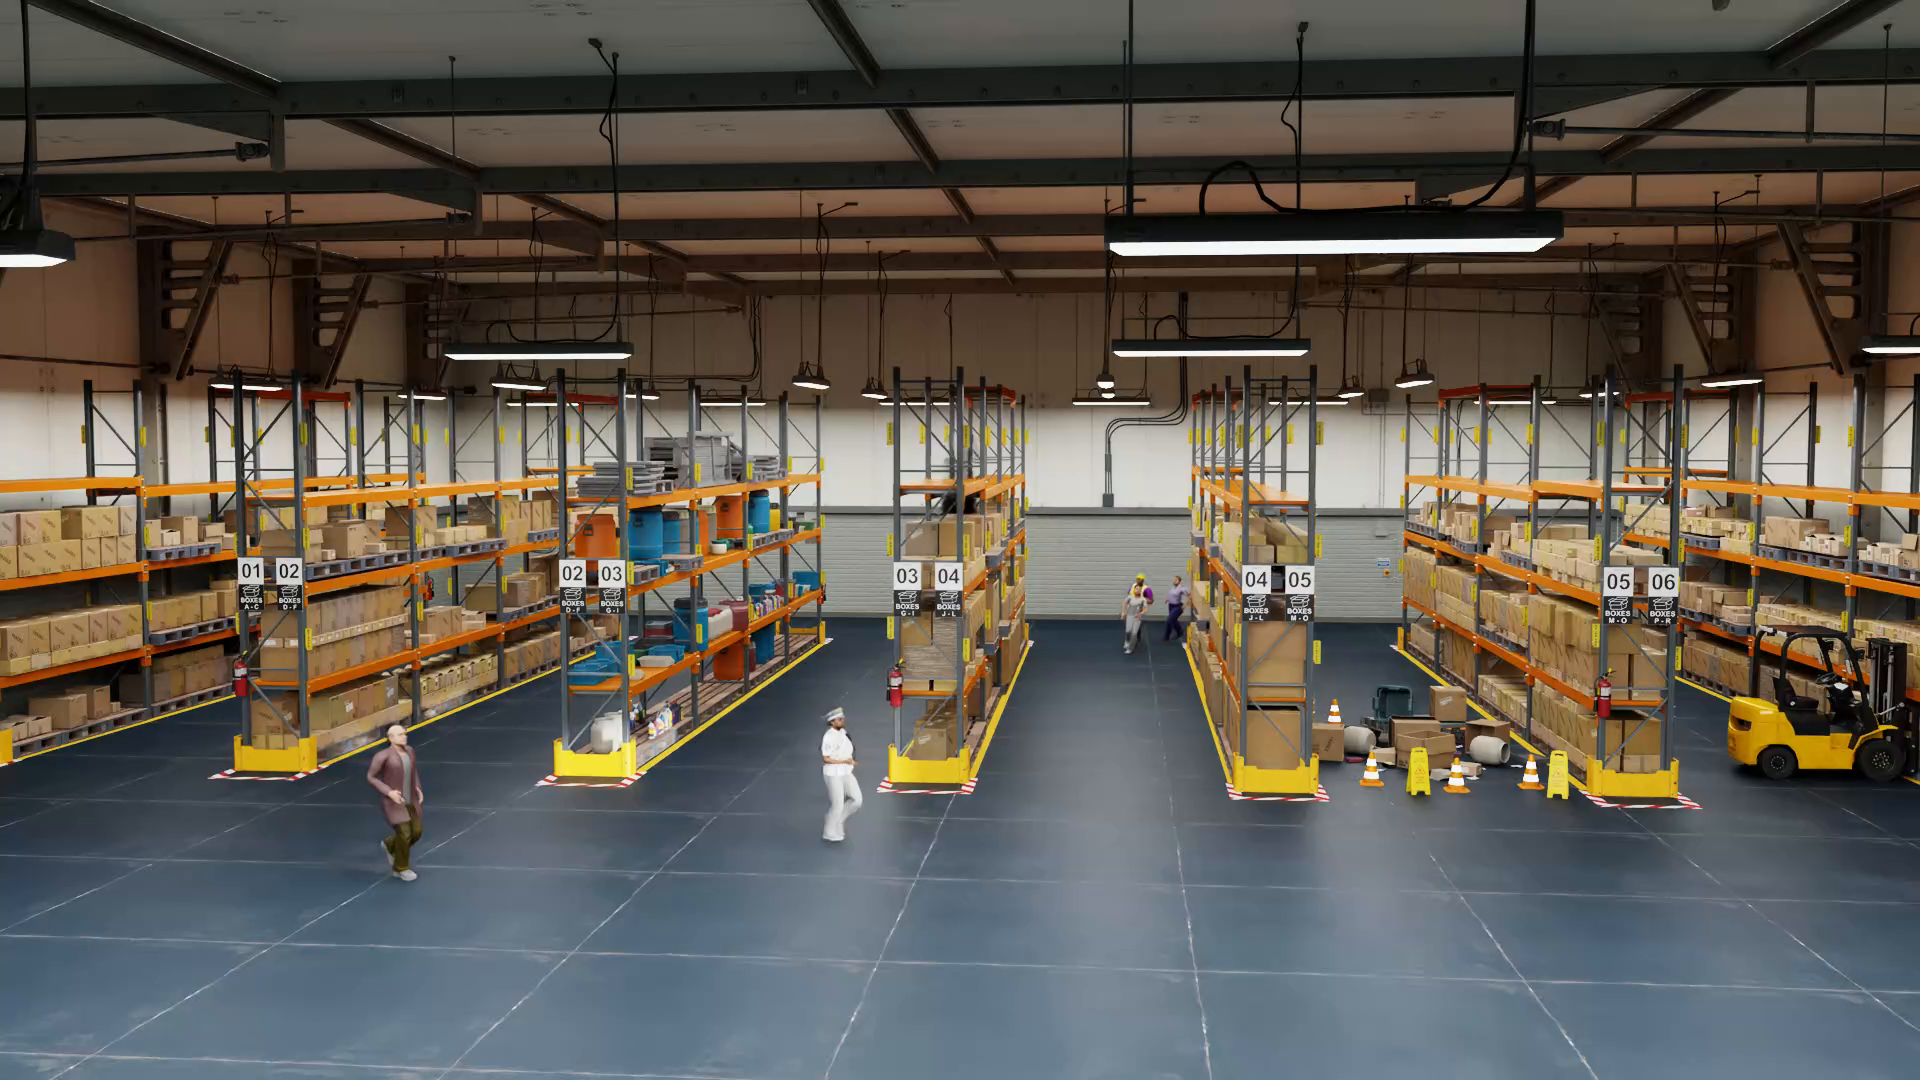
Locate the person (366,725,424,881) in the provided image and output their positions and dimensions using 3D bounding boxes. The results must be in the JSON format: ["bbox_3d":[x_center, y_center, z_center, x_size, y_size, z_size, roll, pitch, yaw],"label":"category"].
[{"bbox_3d":[-6.411,2.962,18.831,0.639,1.746,0.721,2,4,29],"label":"person"}]

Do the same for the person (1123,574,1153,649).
[{"bbox_3d":[4.222,1.673,39.403,0.726,1.758,0.771,2,4,26],"label":"person"}]

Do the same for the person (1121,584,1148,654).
[{"bbox_3d":[4.006,1.824,38.235,0.613,1.596,0.539,1,4,9],"label":"person"}]

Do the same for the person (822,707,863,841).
[{"bbox_3d":[-1.438,2.887,20.493,0.572,1.663,0.563,2,4,31],"label":"person"}]

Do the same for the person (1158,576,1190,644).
[{"bbox_3d":[5.206,1.688,40.331,0.833,1.660,0.697,-2,4,-28],"label":"person"}]
